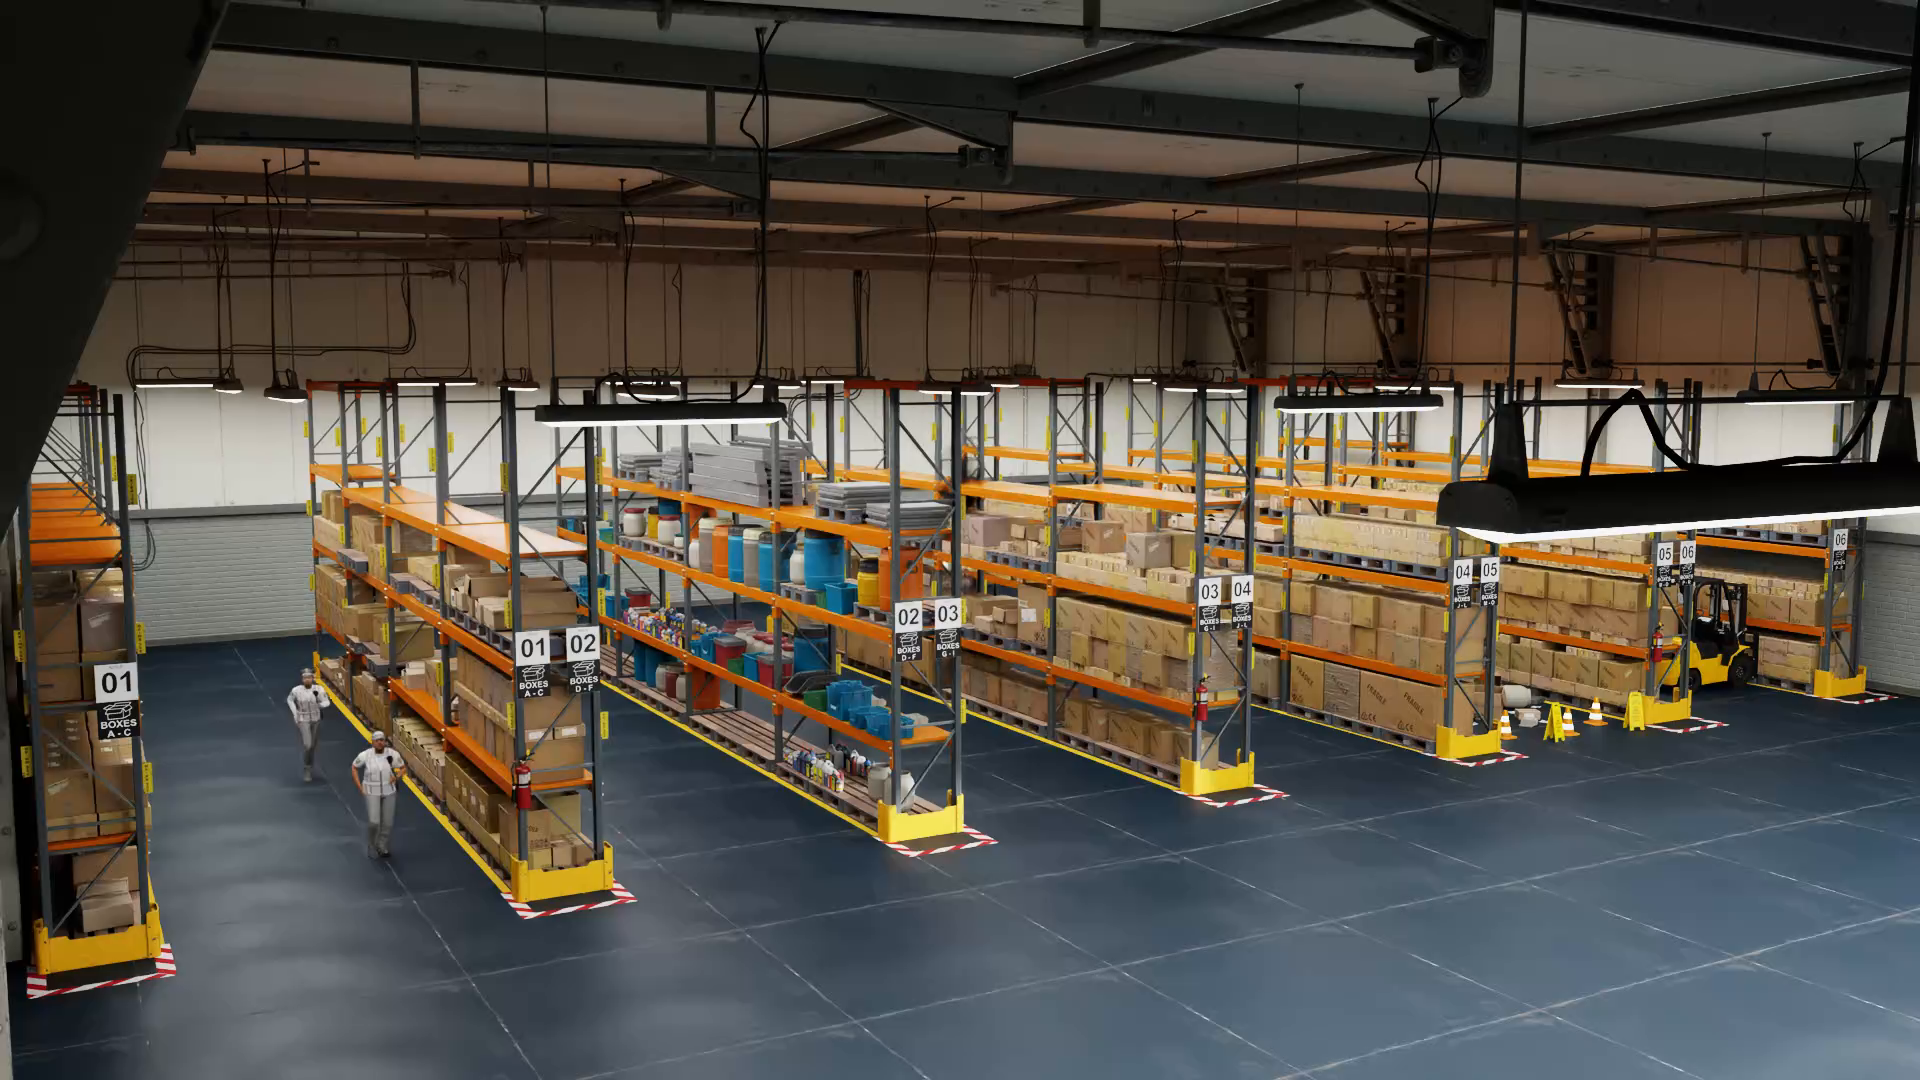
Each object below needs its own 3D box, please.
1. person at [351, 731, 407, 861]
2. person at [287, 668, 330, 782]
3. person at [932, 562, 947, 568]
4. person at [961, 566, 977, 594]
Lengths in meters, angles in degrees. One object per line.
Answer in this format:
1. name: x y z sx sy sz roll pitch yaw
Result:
1. person: -7.396 3.256 21.247 0.663 1.664 0.593 -3 7 -27
2. person: -9.923 2.809 25.411 0.578 1.757 0.732 -4 7 -31
3. person: -0.642 1.051 41.786 0.559 1.680 0.758 -1 6 -11
4. person: 0.138 1.475 37.940 0.727 1.659 0.765 -3 7 -23
